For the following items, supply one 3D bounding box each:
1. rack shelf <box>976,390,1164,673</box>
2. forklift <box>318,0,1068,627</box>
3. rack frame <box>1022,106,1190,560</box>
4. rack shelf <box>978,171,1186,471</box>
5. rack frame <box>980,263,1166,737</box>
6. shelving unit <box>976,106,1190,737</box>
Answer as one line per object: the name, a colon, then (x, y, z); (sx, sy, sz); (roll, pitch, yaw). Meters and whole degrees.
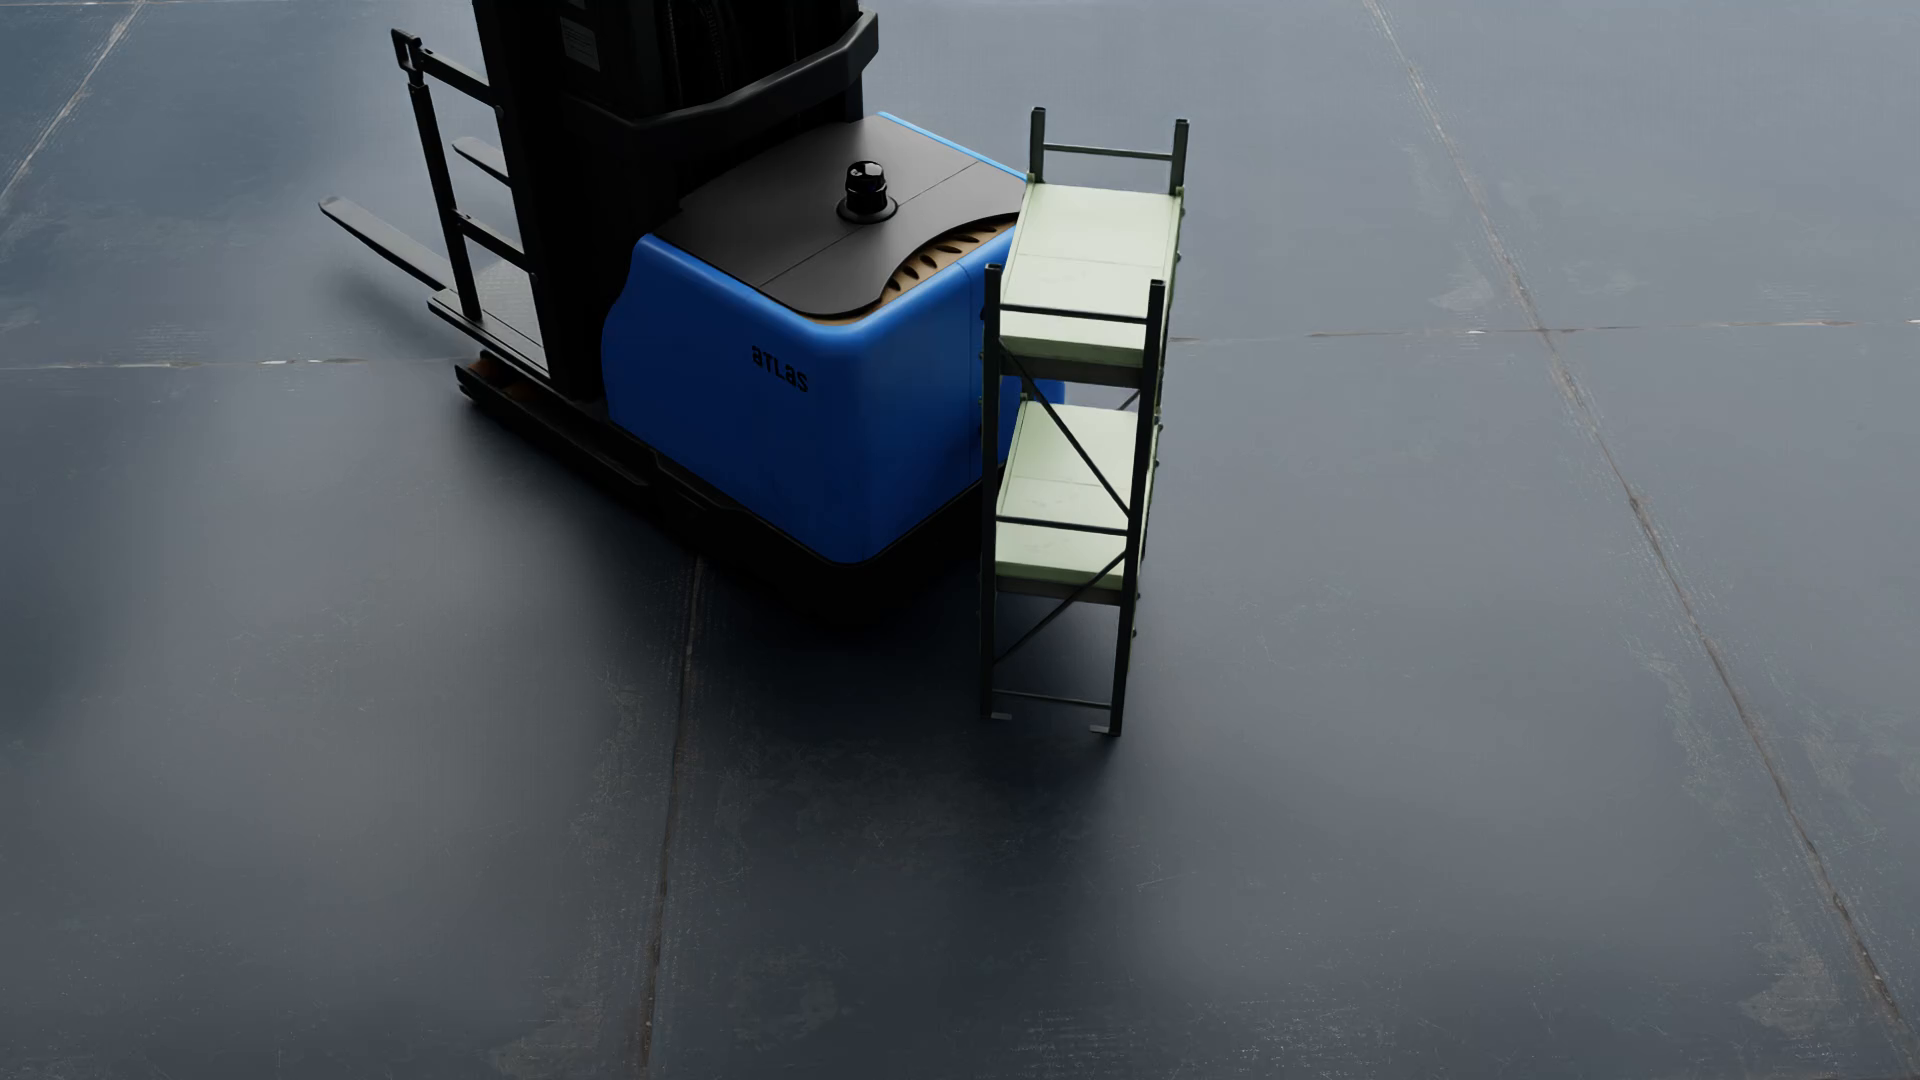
rack shelf: (0.317, -0.037, 4.663); (0.431, 0.370, 0.720); (7, 43, 7)
forklift: (-1.091, -1.688, 4.923); (3.031, 2.935, 1.130); (31, 51, 29)
rack frame: (0.379, -0.521, 4.708); (0.400, 1.500, 0.023); (7, 43, 7)
rack shelf: (0.317, -0.565, 4.179); (0.431, 0.370, 0.720); (7, 43, 7)
rack frame: (0.254, -0.034, 4.177); (0.400, 1.500, 0.023); (7, 43, 7)
shelving unit: (0.317, -0.277, 4.443); (0.431, 1.500, 0.755); (7, 43, 7)
